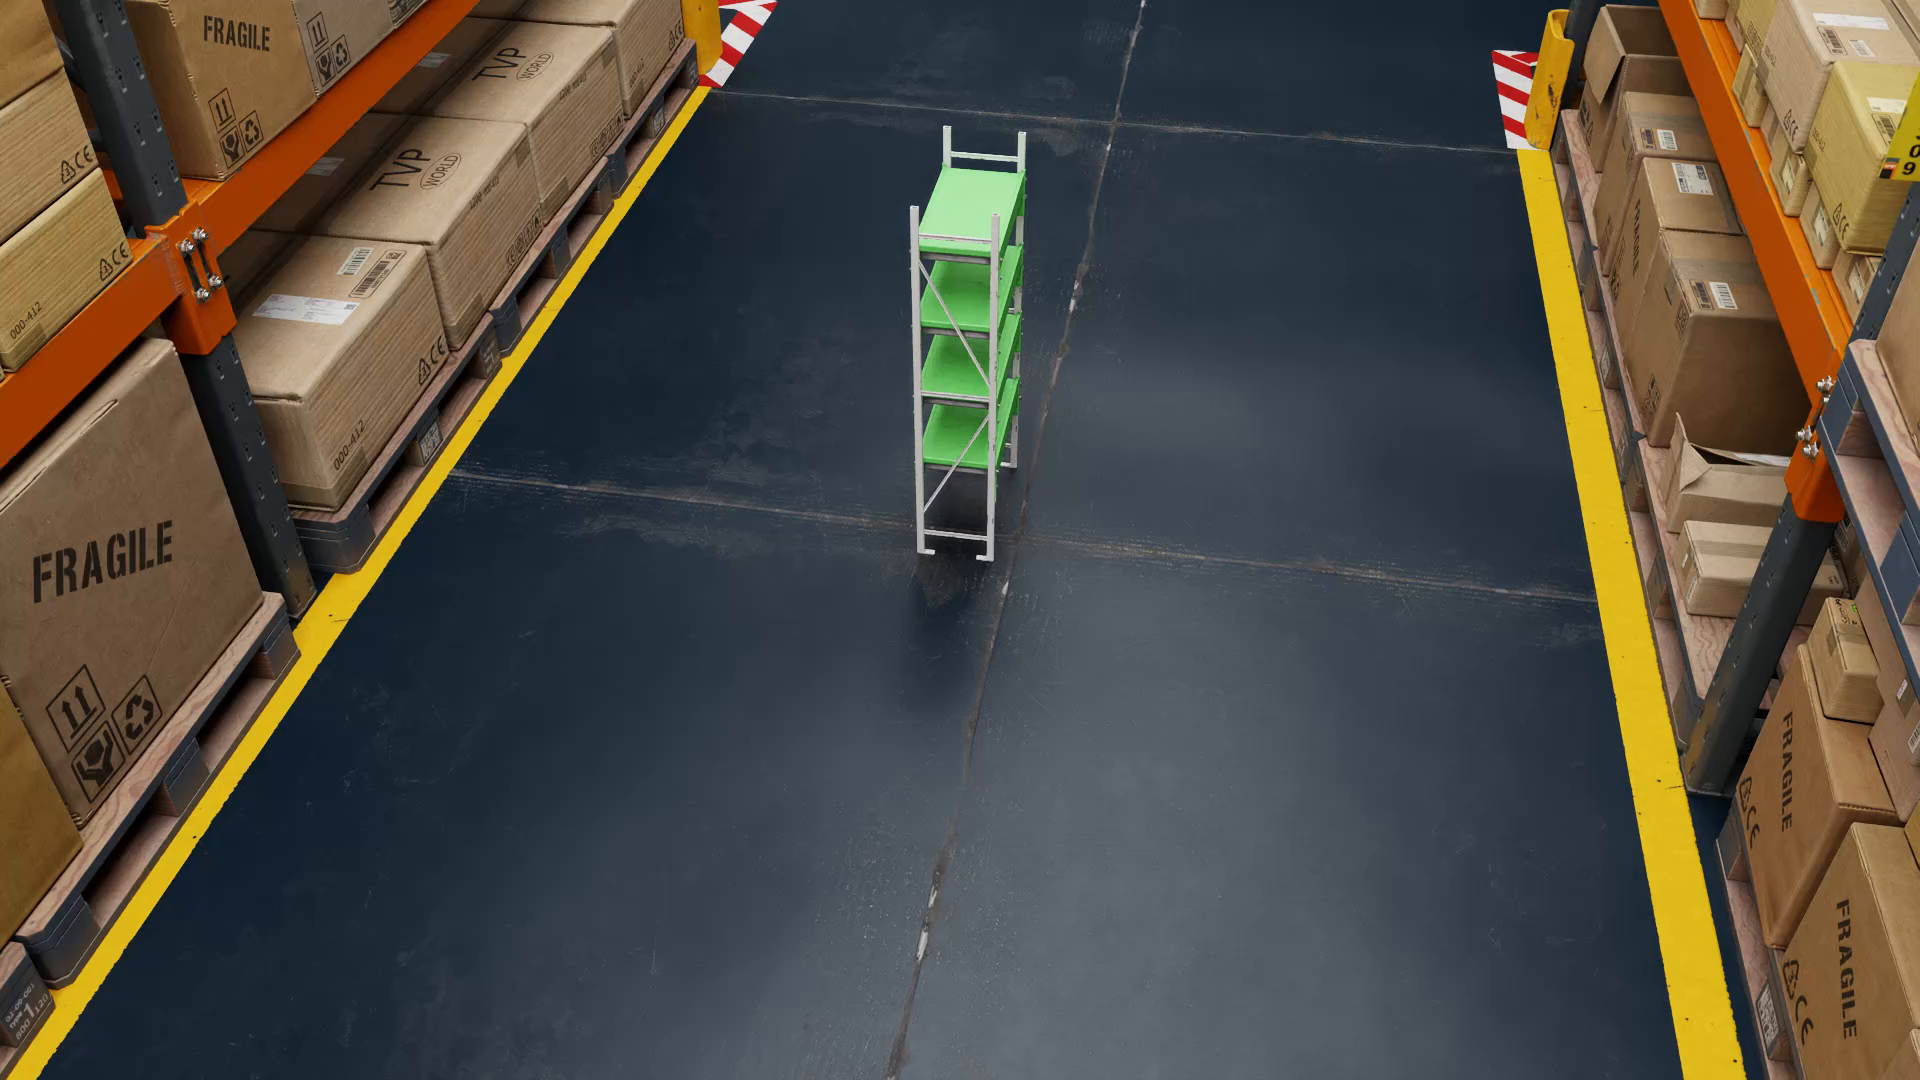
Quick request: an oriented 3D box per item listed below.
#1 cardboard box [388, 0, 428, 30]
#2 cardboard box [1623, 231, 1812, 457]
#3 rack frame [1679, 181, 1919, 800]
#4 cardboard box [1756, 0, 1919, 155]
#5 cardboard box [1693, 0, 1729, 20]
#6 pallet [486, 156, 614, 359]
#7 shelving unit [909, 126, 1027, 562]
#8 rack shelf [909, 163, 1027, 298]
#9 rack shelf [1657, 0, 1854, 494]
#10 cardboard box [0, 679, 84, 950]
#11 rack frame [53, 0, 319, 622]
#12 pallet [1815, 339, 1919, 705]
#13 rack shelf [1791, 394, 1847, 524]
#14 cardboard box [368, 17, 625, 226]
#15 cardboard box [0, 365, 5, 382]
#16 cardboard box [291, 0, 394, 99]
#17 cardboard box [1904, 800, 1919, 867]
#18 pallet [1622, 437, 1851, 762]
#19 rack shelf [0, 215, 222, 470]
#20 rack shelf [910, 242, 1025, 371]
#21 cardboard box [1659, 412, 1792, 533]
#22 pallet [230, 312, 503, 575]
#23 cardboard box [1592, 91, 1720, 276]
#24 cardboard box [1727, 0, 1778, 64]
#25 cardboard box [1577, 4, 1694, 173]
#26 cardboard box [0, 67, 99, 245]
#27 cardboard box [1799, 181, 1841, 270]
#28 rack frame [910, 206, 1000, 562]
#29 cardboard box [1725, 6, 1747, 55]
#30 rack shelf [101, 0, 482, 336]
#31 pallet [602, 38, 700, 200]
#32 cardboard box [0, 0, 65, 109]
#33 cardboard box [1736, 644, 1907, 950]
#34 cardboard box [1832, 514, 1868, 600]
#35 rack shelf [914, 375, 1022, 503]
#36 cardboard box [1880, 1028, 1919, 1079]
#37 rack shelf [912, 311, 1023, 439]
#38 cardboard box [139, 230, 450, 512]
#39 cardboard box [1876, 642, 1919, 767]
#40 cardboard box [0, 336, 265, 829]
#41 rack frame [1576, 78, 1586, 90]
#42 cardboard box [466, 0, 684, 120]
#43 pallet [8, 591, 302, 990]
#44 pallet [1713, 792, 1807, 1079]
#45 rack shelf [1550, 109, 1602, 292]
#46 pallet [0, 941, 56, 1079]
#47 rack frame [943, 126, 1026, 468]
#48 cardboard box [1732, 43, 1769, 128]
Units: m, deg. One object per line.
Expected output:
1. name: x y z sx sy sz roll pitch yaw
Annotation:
1. cardboard box: -1.929 -1.938 5.162 0.500 0.500 0.500 7 40 8
2. cardboard box: 2.565 -0.614 5.271 0.700 0.500 0.500 5 40 6
3. rack frame: 2.438 -0.463 3.455 1.000 3.000 0.127 6 40 8
4. cardboard box: 2.358 -1.182 4.210 0.500 0.250 0.500 7 40 8
5. cardboard box: 2.506 -1.729 5.185 0.380 0.149 0.250 7 40 9
6. pallet: -2.034 -1.169 6.499 1.003 0.211 1.213 6 40 8
7. shelving unit: 0.029 -0.566 4.993 0.258 1.200 0.503 6 40 8
8. rack shelf: 0.029 -0.887 4.728 0.258 0.148 0.480 6 40 8
9. rack shelf: 2.784 -1.440 5.203 1.077 0.370 4.000 6 40 8
10. cardboard box: -2.629 0.615 3.490 0.875 0.875 0.875 7 40 9
11. rack frame: -2.452 -1.008 4.115 1.000 3.000 0.127 6 40 8
12. pallet: 2.192 0.101 2.925 1.003 0.211 1.213 6 40 8
13. rack shelf: 2.092 1.070 2.166 1.077 0.370 4.000 6 40 8
14. cardboard box: -1.925 -1.692 6.623 0.875 0.438 0.875 7 40 9
15. cardboard box: -2.370 -0.321 3.402 0.500 0.250 0.500 6 40 7
16. cardboard box: -2.021 -1.627 4.785 0.500 0.500 0.500 7 40 8
17. cardboard box: 2.109 0.629 3.258 0.380 0.149 0.250 4 40 5
18. pallet: 2.558 0.181 4.865 1.003 0.211 1.213 6 40 8
19. rack shelf: -2.798 0.525 2.826 1.077 0.370 4.000 6 40 8
20. rack shelf: 0.029 -0.702 4.881 0.258 0.148 0.480 6 40 8
21. cardboard box: 2.307 -0.177 4.926 0.396 0.266 0.258 8 40 9
22. pallet: -2.243 -0.401 5.570 1.003 0.211 1.213 6 40 8
23. cardboard box: 2.745 -1.266 6.059 0.700 0.500 0.500 8 40 9
24. cardboard box: 2.457 -1.493 4.587 0.500 0.250 0.500 6 40 7
25. cardboard box: 2.931 -1.799 6.702 0.797 0.503 0.637 5 40 6
26. cardboard box: -2.288 -0.839 3.636 0.500 0.250 0.500 6 40 8
27. cardboard box: 2.268 -0.759 4.012 0.380 0.149 0.250 7 40 9
28. rack frame: -0.014 -0.413 4.808 0.240 1.200 0.015 6 40 8
29. cardboard box: 2.529 -1.560 4.980 0.380 0.149 0.250 6 40 8
30. rack shelf: -2.105 -1.985 5.862 1.077 0.370 4.000 6 40 8
31. pallet: -1.821 -1.933 7.422 1.003 0.211 1.213 6 40 8
32. cardboard box: -2.282 -1.123 3.391 0.500 0.500 0.500 8 40 9
33. cardboard box: 2.133 0.618 3.781 0.500 0.500 0.500 8 40 10
34. cardboard box: 2.785 0.023 4.648 0.500 0.311 0.500 8 40 9
35. rack shelf: 0.029 -0.332 5.187 0.258 0.148 0.480 6 40 8
36. cardboard box: 1.959 1.266 2.997 0.500 0.500 0.500 5 40 6
37. rack shelf: 0.029 -0.517 5.034 0.258 0.148 0.480 6 40 8
38. cardboard box: -2.237 -0.564 5.259 0.875 0.438 0.875 6 40 7
39. cardboard box: 2.116 0.339 3.376 0.380 0.149 0.250 5 40 6
40. cardboard box: -2.480 0.047 4.176 0.875 0.875 0.875 8 40 9
41. rack frame: 3.127 -2.973 6.492 0.949 2.616 0.053 6 40 8
42. cardboard box: -1.775 -2.267 7.319 0.875 0.438 0.875 5 40 6
43. pallet: -2.511 0.560 4.407 1.003 0.211 1.213 6 40 8
44. pallet: 2.334 1.127 3.722 1.003 0.211 1.213 6 40 8
45. rack shelf: -12.545 -0.712 3.915 30.696 2.800 11.642 6 40 8
46. pallet: -2.720 1.328 3.479 1.003 0.211 1.213 6 40 8
47. rack frame: 0.071 -0.719 5.179 0.240 1.200 0.015 6 40 8
48. cardboard box: 2.378 -1.250 4.605 0.380 0.149 0.250 6 40 7
